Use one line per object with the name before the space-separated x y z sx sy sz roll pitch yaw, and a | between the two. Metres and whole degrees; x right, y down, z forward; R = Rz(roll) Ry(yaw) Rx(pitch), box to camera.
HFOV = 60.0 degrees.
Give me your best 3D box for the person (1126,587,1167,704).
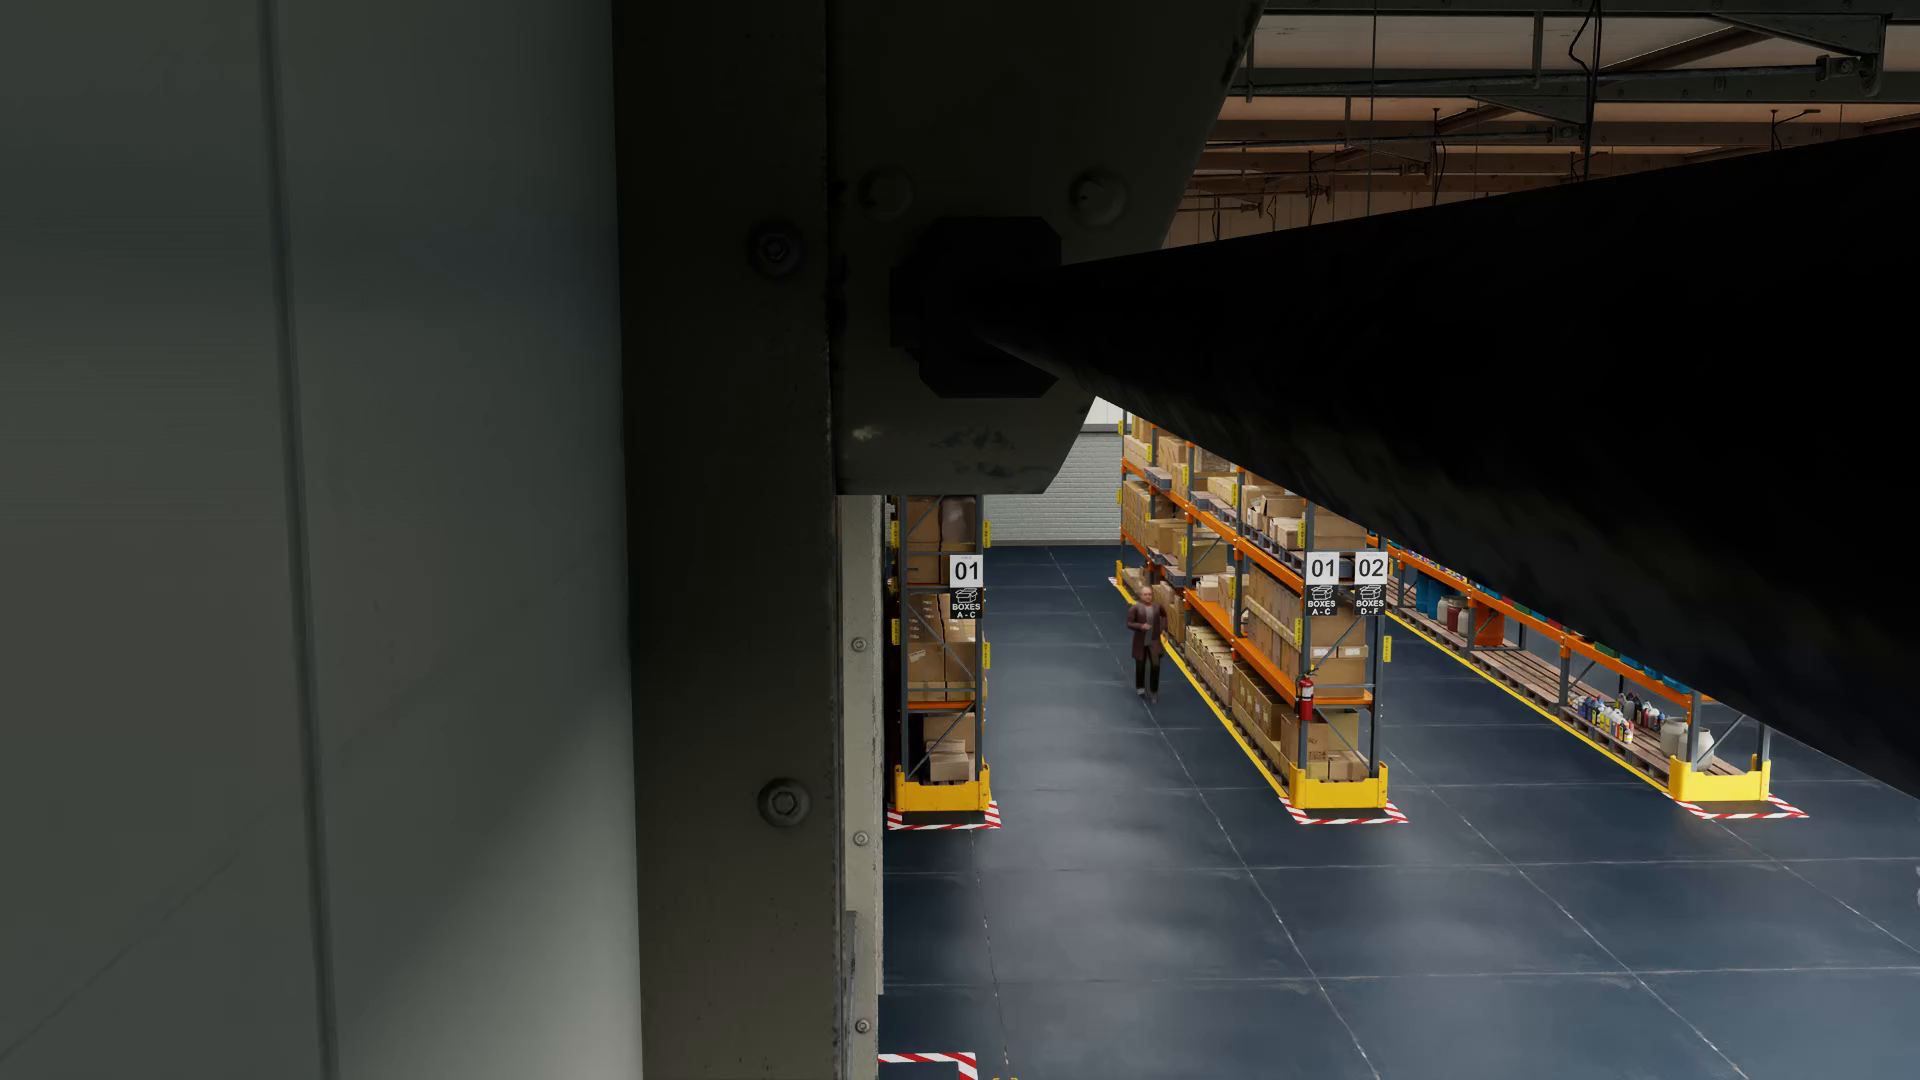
person | 2.922 1.642 25.967 0.672 1.834 0.811 0 8 0
